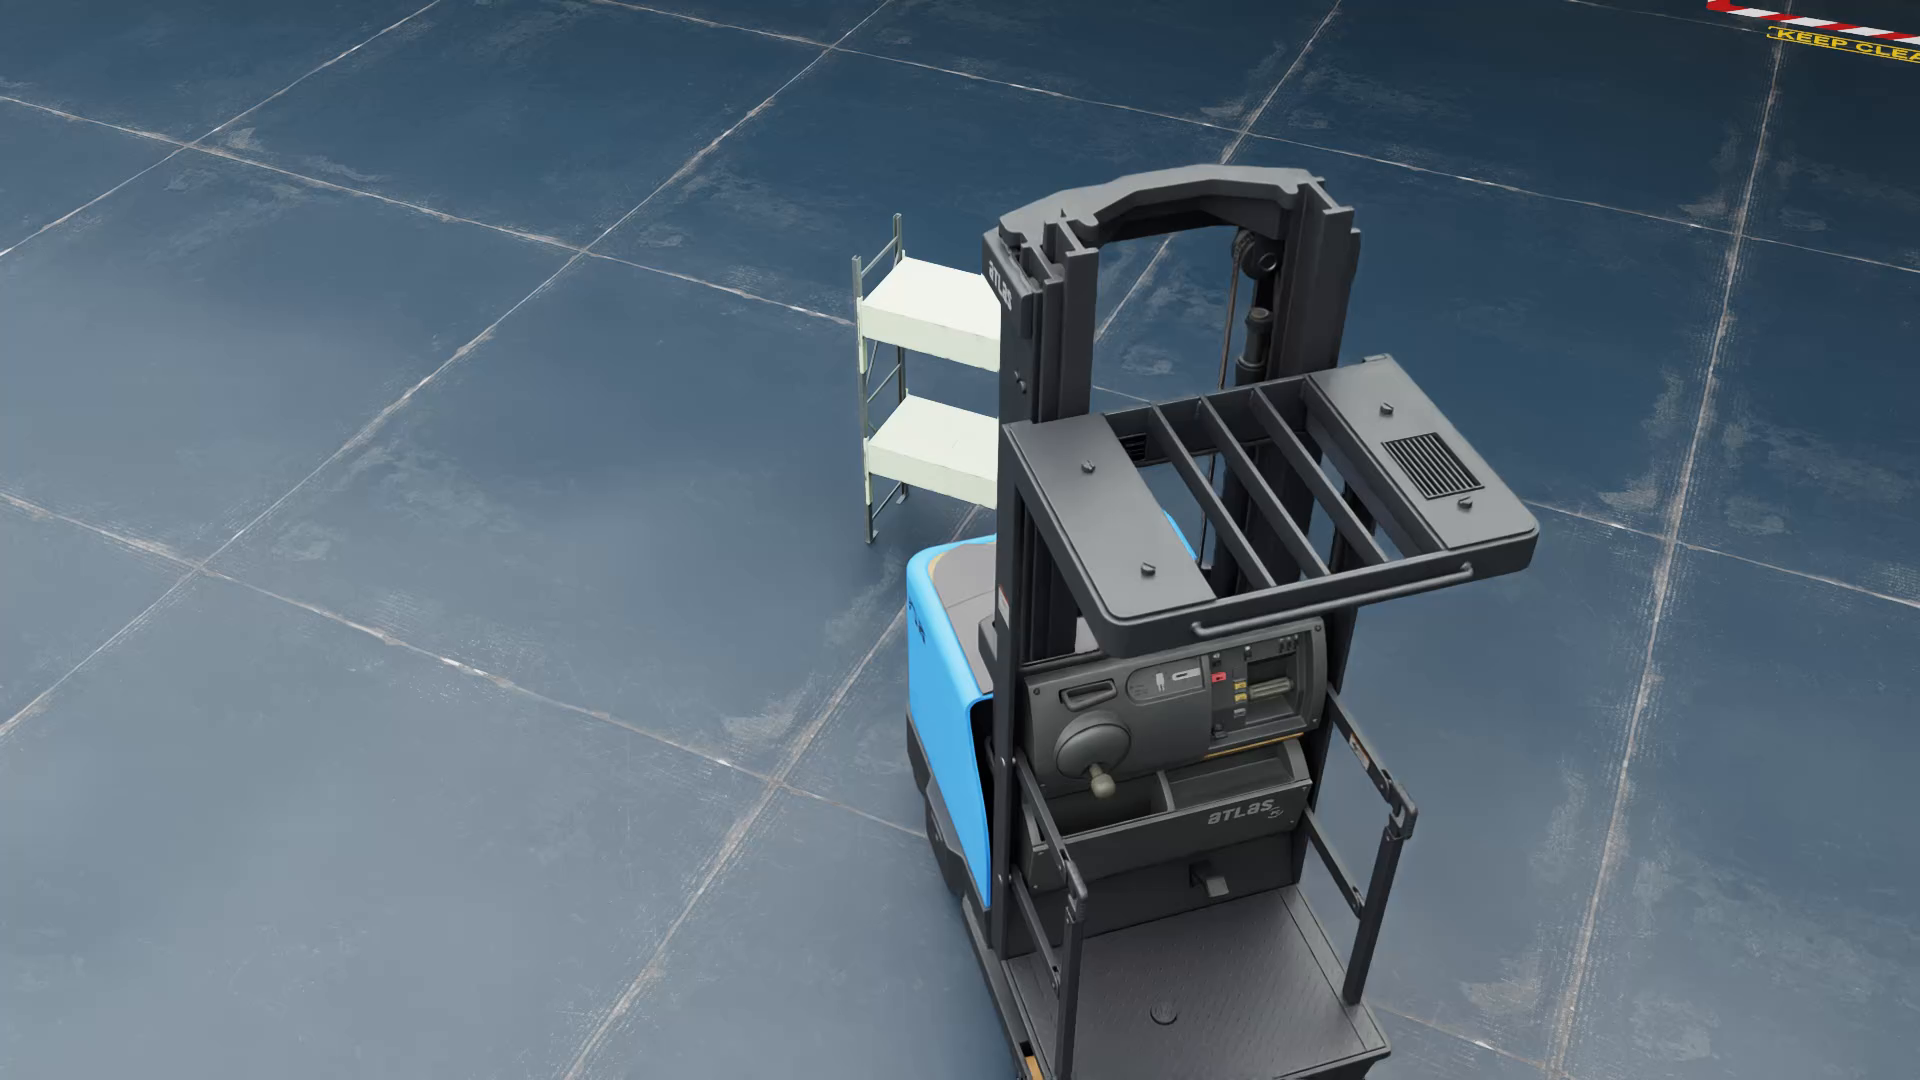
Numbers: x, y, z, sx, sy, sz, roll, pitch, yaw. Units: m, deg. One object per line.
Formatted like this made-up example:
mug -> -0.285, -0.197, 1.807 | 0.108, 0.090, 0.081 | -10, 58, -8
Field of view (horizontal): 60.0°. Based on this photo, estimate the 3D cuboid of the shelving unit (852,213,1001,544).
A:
shelving unit -> -0.006, -0.569, 7.145 | 0.755, 1.500, 0.431 | 17, 44, 19

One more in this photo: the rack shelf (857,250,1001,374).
rack shelf -> -0.006, -0.863, 6.889 | 0.720, 0.370, 0.431 | 17, 44, 19

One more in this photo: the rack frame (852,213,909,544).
rack frame -> -0.338, -0.670, 7.262 | 0.023, 1.500, 0.400 | 17, 44, 19

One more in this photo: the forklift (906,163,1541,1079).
forklift -> 0.712, 0.574, 4.734 | 1.130, 2.935, 3.031 | -11, 42, -13

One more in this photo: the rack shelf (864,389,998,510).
rack shelf -> -0.006, -0.322, 7.358 | 0.720, 0.370, 0.431 | 17, 44, 19
